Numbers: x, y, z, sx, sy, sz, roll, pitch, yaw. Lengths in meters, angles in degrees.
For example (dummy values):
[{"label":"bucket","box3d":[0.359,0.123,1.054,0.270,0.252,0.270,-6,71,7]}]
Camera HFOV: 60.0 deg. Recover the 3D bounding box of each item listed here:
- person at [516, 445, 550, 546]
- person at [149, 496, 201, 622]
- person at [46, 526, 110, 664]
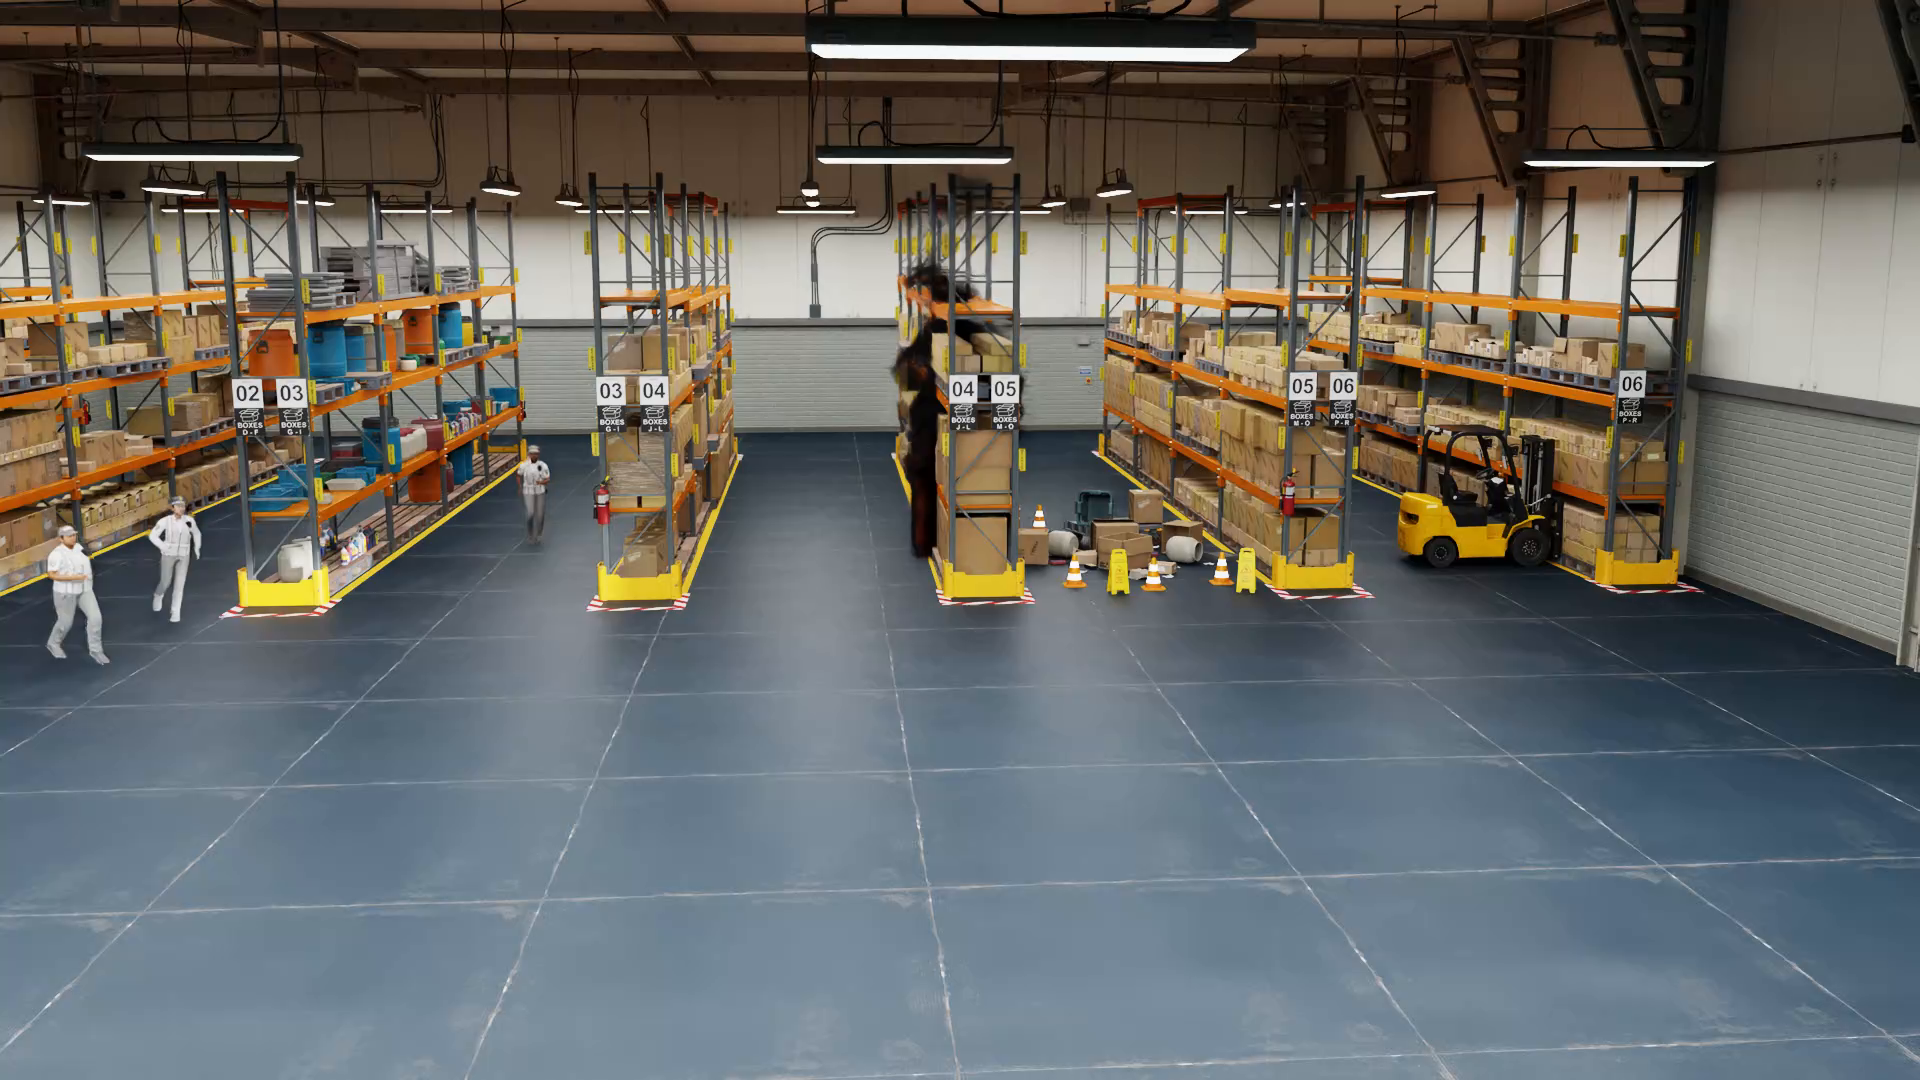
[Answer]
[{"label":"person","box3d":[-7.202,-0.754,28.122,0.545,1.711,0.697,-3,10,-17]},{"label":"person","box3d":[-10.642,0.220,22.637,0.674,1.653,0.902,-7,12,-34]},{"label":"person","box3d":[-10.775,0.674,20.177,0.835,1.707,0.609,5,11,25]}]
